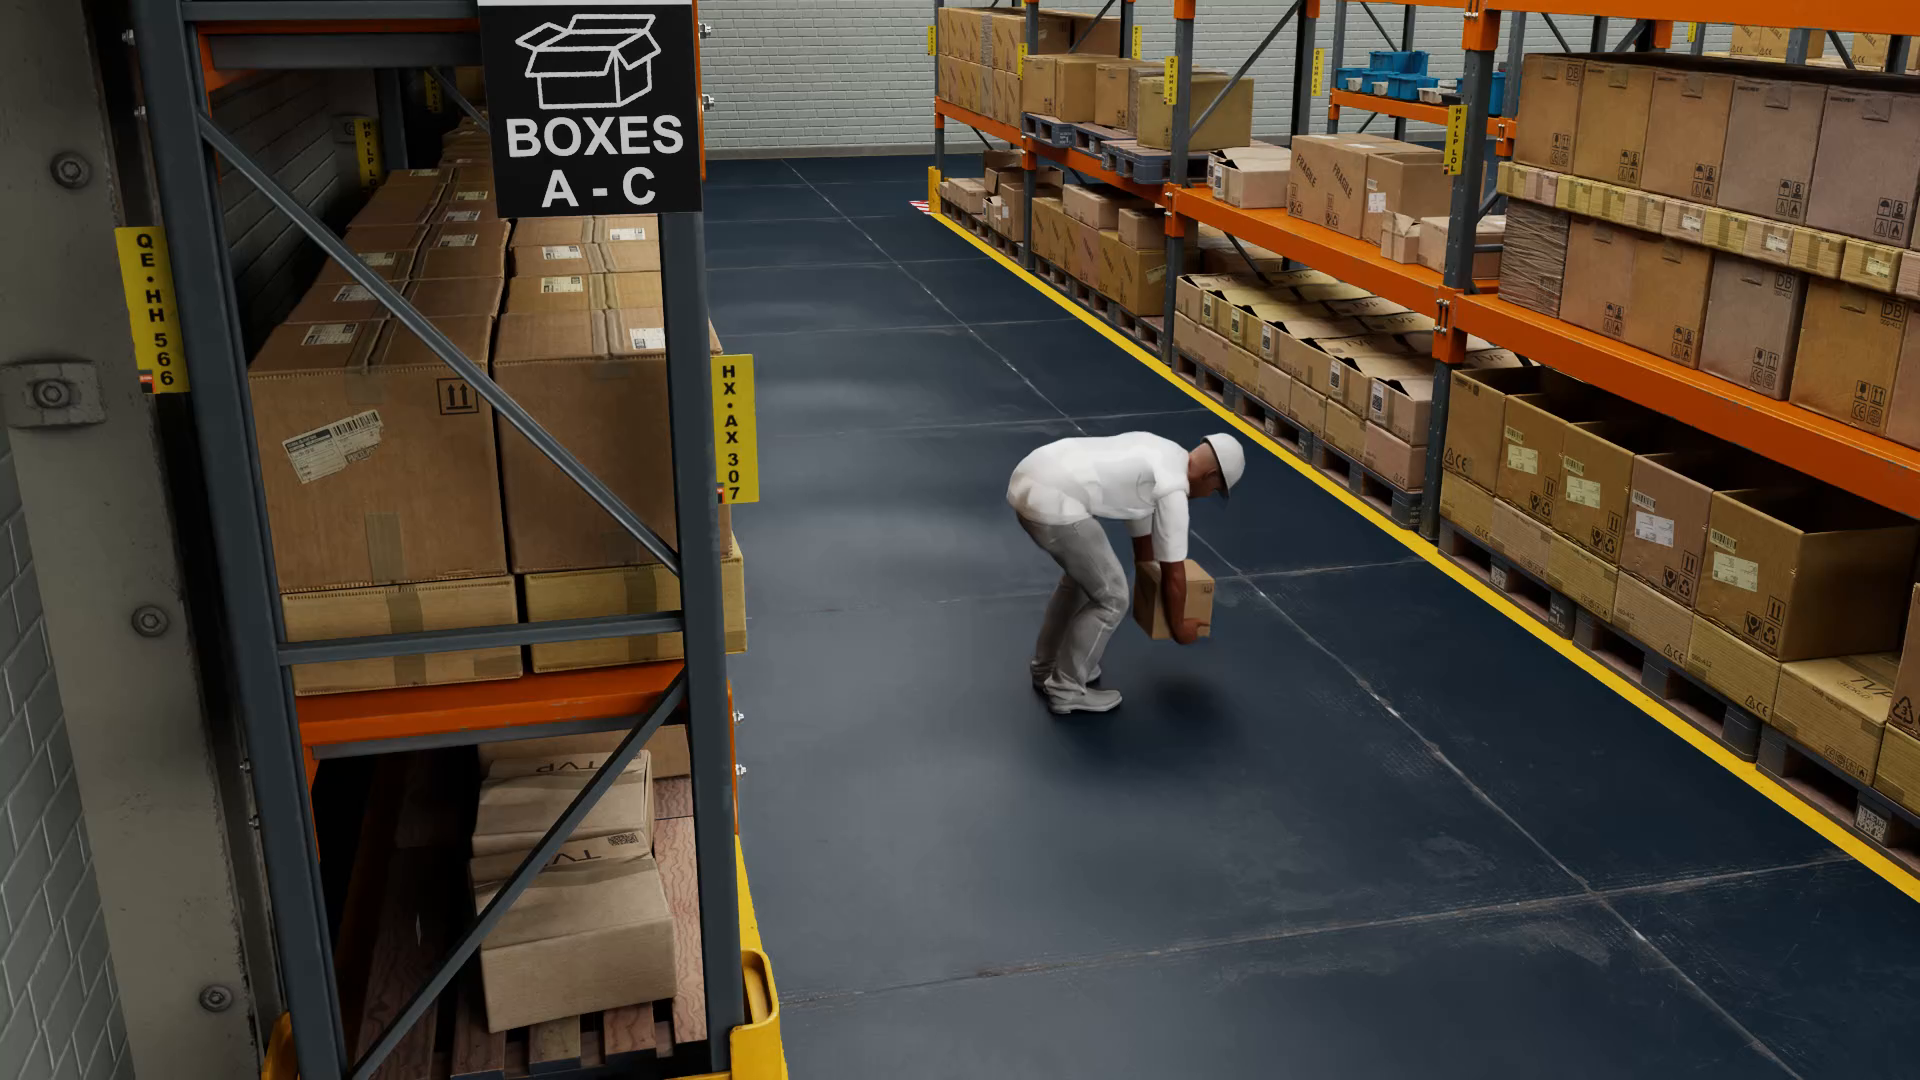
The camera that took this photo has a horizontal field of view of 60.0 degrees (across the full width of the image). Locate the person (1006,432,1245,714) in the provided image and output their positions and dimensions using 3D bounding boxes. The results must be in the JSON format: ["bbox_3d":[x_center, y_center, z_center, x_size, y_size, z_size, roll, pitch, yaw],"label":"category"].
[{"bbox_3d":[0.678,0.103,6.753,0.981,1.087,0.481,-5,20,-15],"label":"person"}]
